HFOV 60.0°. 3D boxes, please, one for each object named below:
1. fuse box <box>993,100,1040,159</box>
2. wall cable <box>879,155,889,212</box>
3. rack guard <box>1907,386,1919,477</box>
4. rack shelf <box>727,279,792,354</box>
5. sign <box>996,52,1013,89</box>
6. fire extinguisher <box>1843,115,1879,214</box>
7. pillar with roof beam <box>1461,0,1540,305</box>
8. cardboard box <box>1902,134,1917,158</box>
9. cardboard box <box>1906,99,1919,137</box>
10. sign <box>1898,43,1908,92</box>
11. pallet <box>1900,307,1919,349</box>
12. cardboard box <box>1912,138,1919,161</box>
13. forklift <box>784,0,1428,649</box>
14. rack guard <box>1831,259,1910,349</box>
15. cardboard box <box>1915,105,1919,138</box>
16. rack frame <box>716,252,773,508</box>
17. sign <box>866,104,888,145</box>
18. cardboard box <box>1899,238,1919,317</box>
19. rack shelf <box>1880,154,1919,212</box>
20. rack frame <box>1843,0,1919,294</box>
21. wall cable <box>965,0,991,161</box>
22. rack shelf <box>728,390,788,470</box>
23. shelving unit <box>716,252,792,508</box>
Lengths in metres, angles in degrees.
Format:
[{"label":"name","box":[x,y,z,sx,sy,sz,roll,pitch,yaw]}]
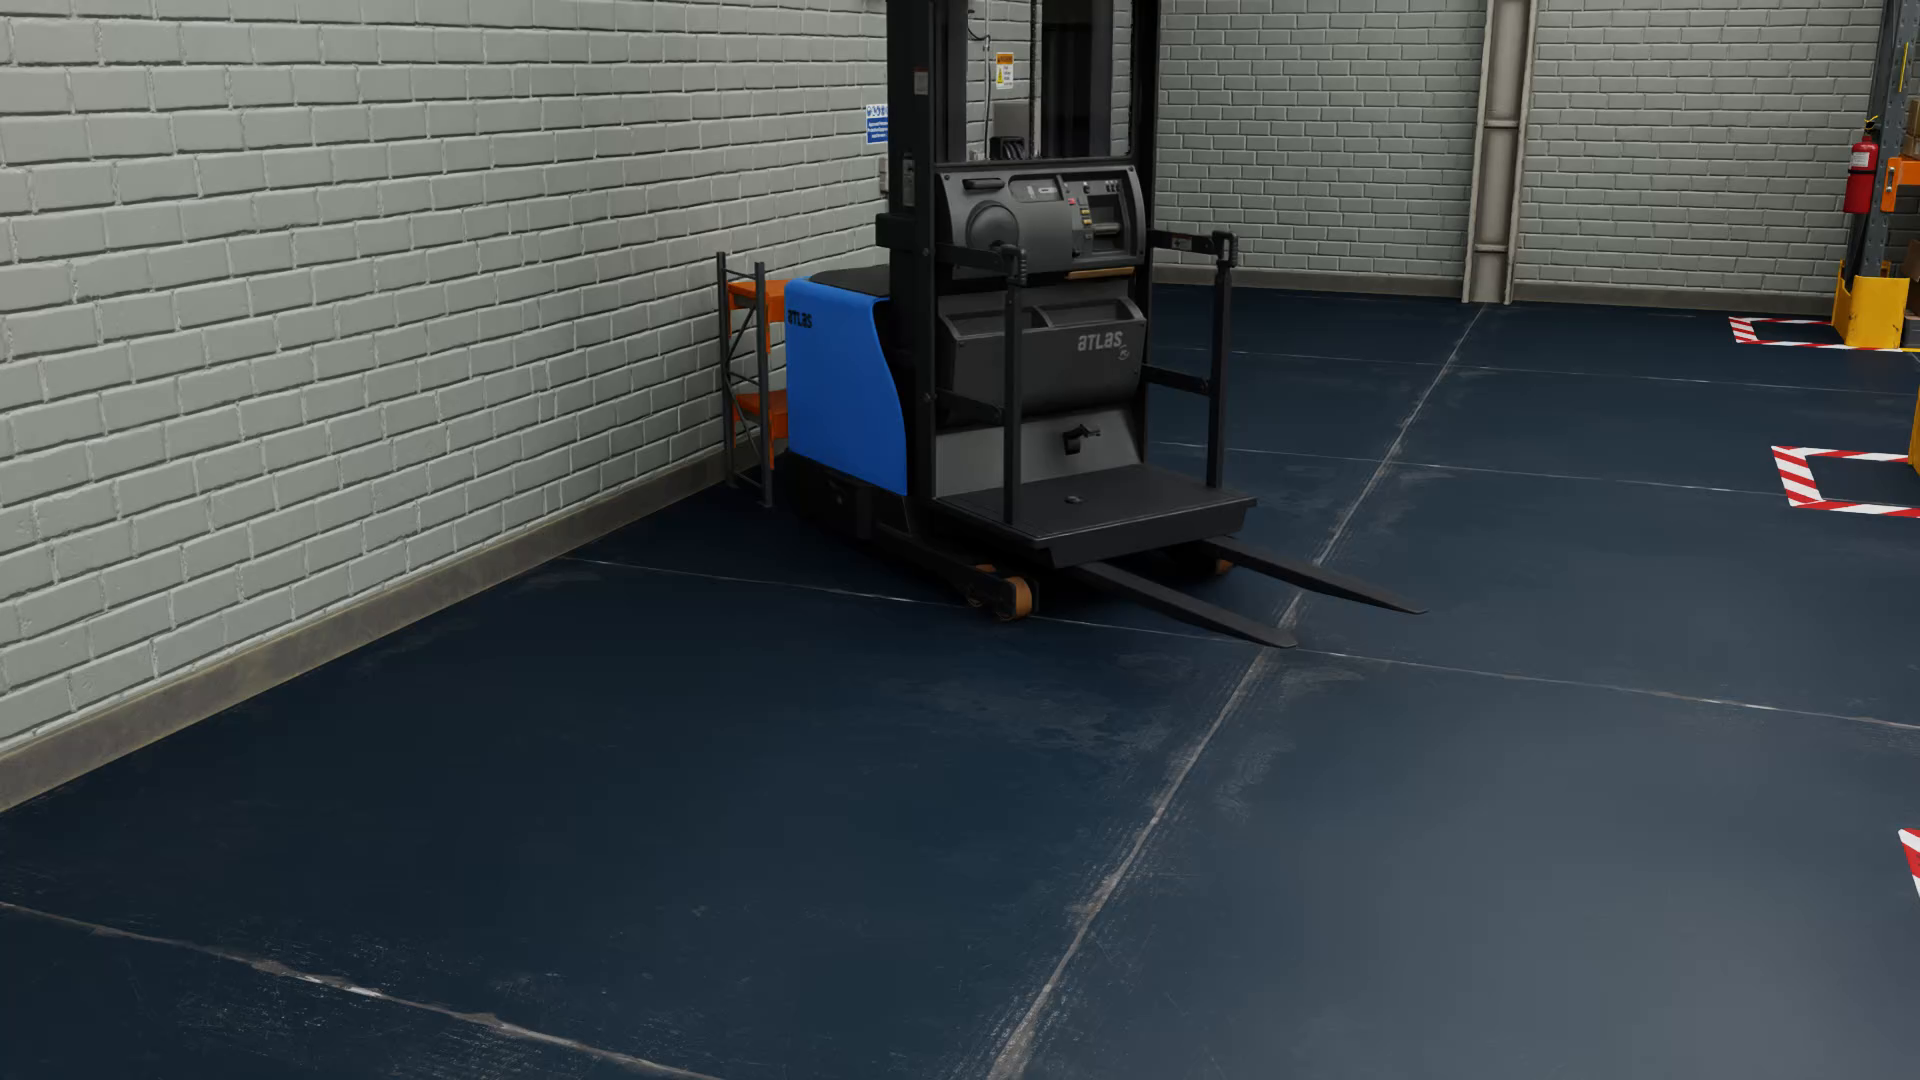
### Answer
[{"label":"fuse box","box":[0.515,-2.167,11.570,0.414,1.711,0.539,6,17,21]},{"label":"wall cable","box":[-0.391,-2.759,9.419,0.123,1.953,0.585,6,17,21]},{"label":"rack guard","box":[4.840,-0.487,7.956,0.348,0.500,1.175,6,17,21]},{"label":"rack shelf","box":[-0.565,-1.103,7.905,1.000,0.278,0.538,-9,19,-29]},{"label":"sign","box":[0.302,-3.190,11.299,0.001,0.242,0.339,6,17,21]},{"label":"fire extinguisher","box":[6.374,-2.652,11.737,0.183,0.674,0.296,6,17,21]},{"label":"pillar with roof beam","box":[2.923,-5.247,9.108,0.400,9.000,9.100,6,17,21]},{"label":"cardboard box","box":[7.087,-2.888,12.193,0.250,0.149,0.380,6,17,20]},{"label":"cardboard box","box":[7.206,-3.066,12.089,0.500,0.250,0.500,7,18,22]},{"label":"sign","box":[6.482,-3.248,11.429,0.005,0.325,0.100,6,17,21]},{"label":"pallet","box":[7.493,-1.545,12.117,1.213,0.211,1.003,6,17,21]},{"label":"cardboard box","box":[6.886,-2.748,11.709,0.250,0.149,0.380,6,17,20]},{"label":"forklift","box":[0.451,-1.258,6.251,1.130,2.935,3.031,-11,19,-32]},{"label":"rack guard","box":[6.751,-1.765,12.357,0.348,0.500,1.175,6,17,21]},{"label":"cardboard box","box":[7.004,-2.928,11.614,0.500,0.250,0.500,6,17,21]},{"label":"rack frame","box":[-1.005,-0.751,7.743,0.032,1.125,0.500,-9,19,-29]},{"label":"sign","box":[-0.466,-2.380,9.506,0.001,0.218,0.327,6,17,21]},{"label":"cardboard box","box":[7.215,-1.889,12.024,0.637,0.503,0.797,6,17,18]},{"label":"rack shelf","box":[8.541,-2.423,11.430,4.000,0.370,1.077,6,17,21]},{"label":"rack frame","box":[6.681,-2.973,12.035,0.127,3.000,1.000,6,17,21]},{"label":"wall cable","box":[0.118,-3.113,10.695,0.122,1.984,0.588,6,17,21]},{"label":"rack shelf","box":[-0.565,-0.587,8.055,1.000,0.278,0.538,-9,19,-29]},{"label":"shelving unit","box":[-0.565,-0.822,7.987,1.048,1.125,0.538,-9,19,-29]}]
